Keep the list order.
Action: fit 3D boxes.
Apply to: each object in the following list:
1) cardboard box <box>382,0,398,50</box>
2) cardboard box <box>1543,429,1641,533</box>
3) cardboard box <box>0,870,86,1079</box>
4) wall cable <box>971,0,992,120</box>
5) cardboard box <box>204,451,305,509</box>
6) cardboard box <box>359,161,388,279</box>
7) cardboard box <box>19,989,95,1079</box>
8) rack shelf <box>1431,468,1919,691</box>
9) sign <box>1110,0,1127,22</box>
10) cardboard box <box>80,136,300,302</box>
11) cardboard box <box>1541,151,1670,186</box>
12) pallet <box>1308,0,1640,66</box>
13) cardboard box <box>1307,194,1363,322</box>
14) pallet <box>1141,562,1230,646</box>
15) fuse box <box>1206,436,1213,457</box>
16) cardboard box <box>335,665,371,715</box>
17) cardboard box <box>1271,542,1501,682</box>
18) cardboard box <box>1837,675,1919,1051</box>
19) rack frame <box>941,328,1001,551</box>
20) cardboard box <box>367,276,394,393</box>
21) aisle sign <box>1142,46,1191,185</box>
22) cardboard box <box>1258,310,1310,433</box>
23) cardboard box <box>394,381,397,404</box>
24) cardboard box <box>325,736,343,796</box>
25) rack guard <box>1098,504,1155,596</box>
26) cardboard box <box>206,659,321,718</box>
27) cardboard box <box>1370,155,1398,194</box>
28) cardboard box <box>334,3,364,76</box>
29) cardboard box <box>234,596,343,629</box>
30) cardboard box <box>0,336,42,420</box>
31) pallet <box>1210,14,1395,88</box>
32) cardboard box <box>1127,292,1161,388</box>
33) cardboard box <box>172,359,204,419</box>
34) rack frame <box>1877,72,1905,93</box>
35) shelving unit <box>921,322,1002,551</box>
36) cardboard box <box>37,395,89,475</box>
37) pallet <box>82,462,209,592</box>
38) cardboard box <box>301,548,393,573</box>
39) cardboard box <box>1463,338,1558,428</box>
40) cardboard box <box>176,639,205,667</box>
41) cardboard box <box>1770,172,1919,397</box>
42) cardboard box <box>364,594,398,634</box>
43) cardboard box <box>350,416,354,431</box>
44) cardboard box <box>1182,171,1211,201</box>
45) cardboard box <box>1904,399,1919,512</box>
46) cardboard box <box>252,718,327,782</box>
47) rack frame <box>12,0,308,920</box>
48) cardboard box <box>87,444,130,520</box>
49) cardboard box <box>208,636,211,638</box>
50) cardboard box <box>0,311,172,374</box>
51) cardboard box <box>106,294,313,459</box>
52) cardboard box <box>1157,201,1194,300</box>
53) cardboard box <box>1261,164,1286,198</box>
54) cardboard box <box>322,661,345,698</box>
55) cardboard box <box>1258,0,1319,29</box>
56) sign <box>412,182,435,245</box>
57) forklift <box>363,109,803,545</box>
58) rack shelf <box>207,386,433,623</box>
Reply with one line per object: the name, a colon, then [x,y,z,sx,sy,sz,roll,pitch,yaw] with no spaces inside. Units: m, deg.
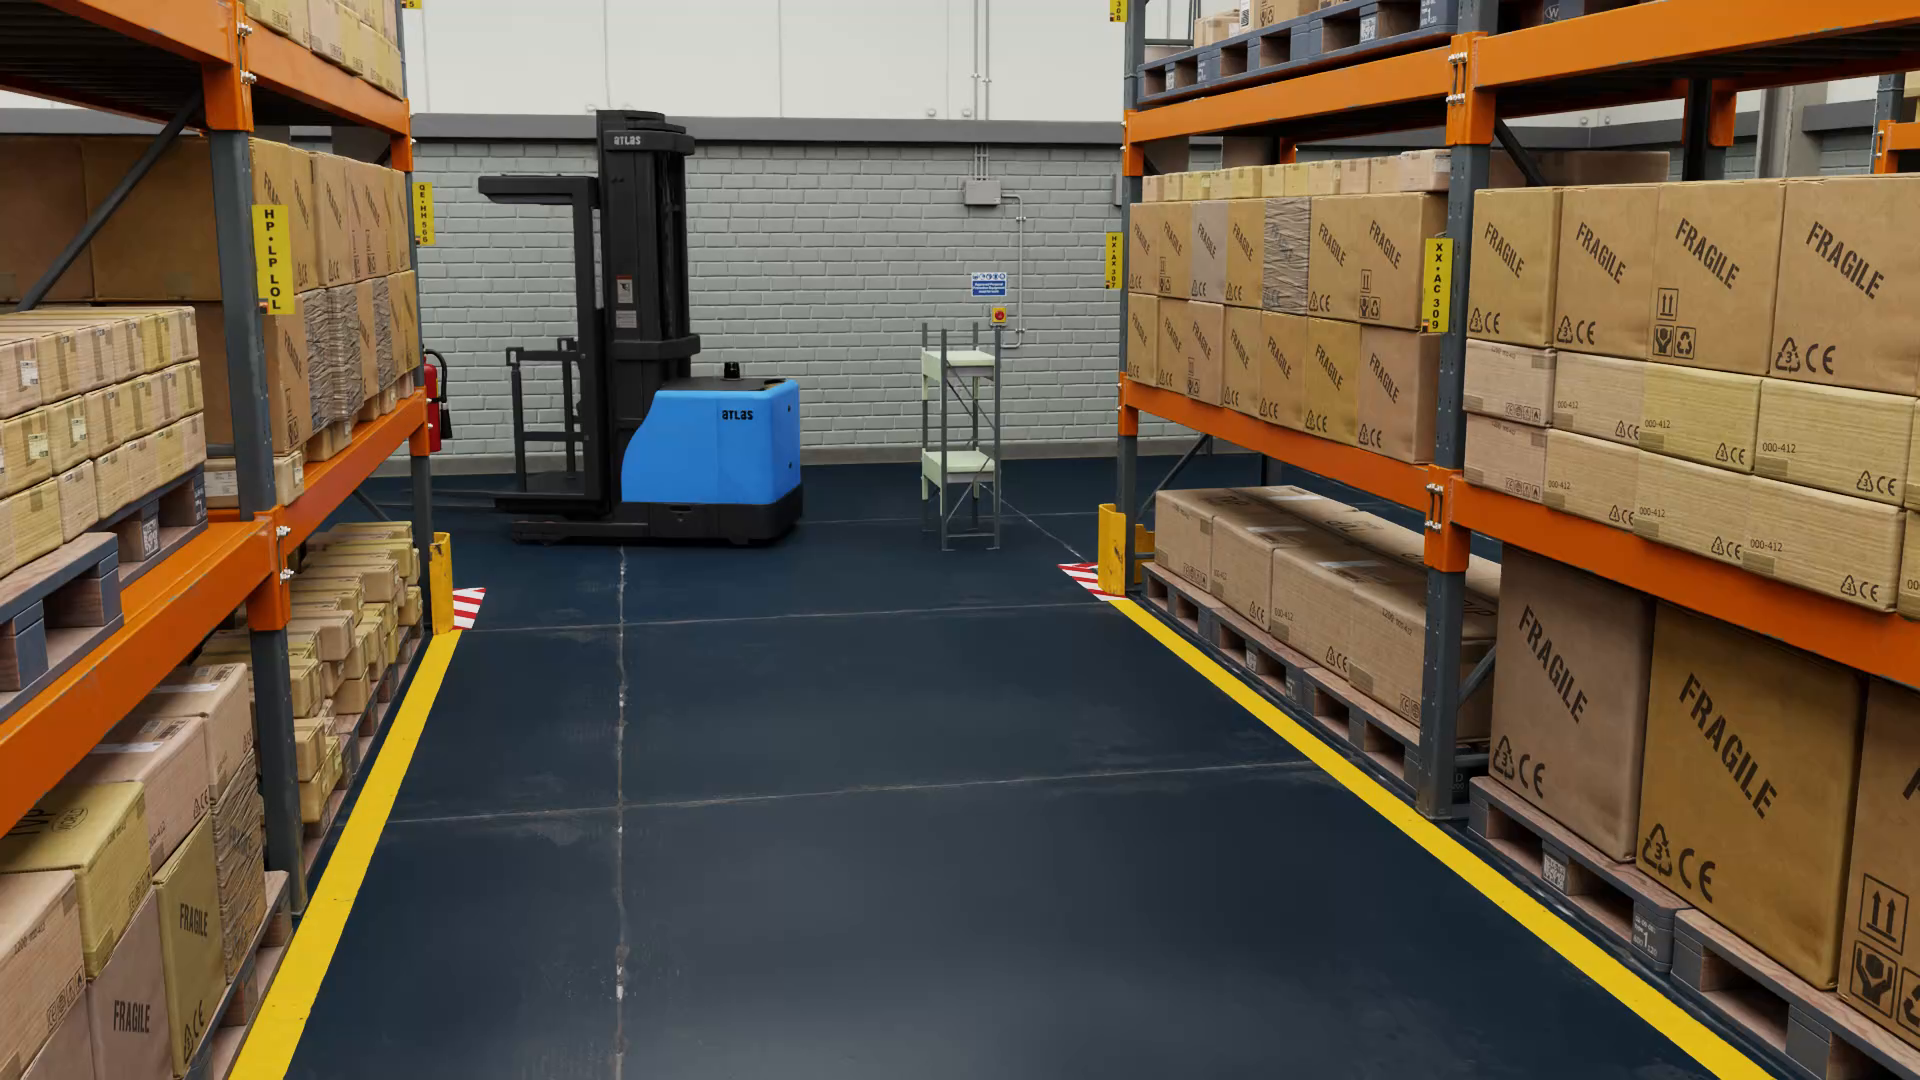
cardboard box: [-3.050,-2.558,8.154,0.500,0.250,0.500,-2,11,-13]
cardboard box: [2.153,-0.194,5.093,0.500,0.250,0.500,-2,11,-12]
cardboard box: [-1.913,0.813,2.957,0.500,0.250,0.500,-2,11,-11]
wall cable: [0.063,-5.166,14.772,0.463,3.000,0.029,-2,11,-11]
cardboard box: [-2.346,-0.194,5.367,0.380,0.149,0.250,-2,11,-9]
cardboard box: [-2.848,-1.411,7.351,0.500,0.500,0.500,-2,11,-8]
cardboard box: [-1.927,1.176,3.056,0.500,0.500,0.500,-2,11,-12]
rack shelf: [2.613,0.268,4.191,1.077,0.370,4.000,-2,11,-11]
sign: [0.901,-3.109,9.436,0.100,0.325,0.005,-2,11,-11]
cardboard box: [-2.460,-1.032,5.359,0.500,0.500,0.500,-2,11,-10]
cardboard box: [2.417,-1.379,6.242,0.380,0.149,0.250,-2,11,-12]
pallet: [2.075,-2.033,6.570,1.003,0.211,1.213,-2,11,-11]
cardboard box: [1.771,-1.163,6.841,0.500,0.500,0.500,-2,11,-12]
pallet: [1.678,0.328,9.411,1.003,0.211,1.213,-2,11,-11]
fuse box: [2.415,-1.636,15.716,0.539,1.711,0.414,-2,11,-11]
cardboard box: [-2.660,0.625,6.890,0.380,0.149,0.250,-2,11,-13]
cardboard box: [2.033,0.317,7.740,0.875,0.438,0.875,-2,11,-13]
cardboard box: [2.780,0.825,3.898,0.875,0.875,0.875,-2,11,-10]
rack frame: [0.073,-0.668,11.197,0.400,1.500,0.023,-2,11,-11]
cardboard box: [-2.847,-0.922,7.458,0.500,0.500,0.500,-2,11,-11]
aisle sign: [1.148,-2.466,9.677,0.394,0.787,0.004,-2,11,-11]
cardboard box: [1.666,-0.763,7.417,0.500,0.500,0.500,-2,11,-12]
cardboard box: [-2.974,-0.722,8.140,0.380,0.149,0.250,-2,11,-12]
cardboard box: [-2.419,0.813,5.904,0.380,0.149,0.250,-2,11,-9]
rack guard: [1.442,0.037,10.163,1.175,0.500,0.348,-2,11,-11]
cardboard box: [-2.471,0.525,5.828,0.380,0.149,0.250,-2,11,-8]
cardboard box: [1.868,-1.455,6.641,0.380,0.149,0.250,-2,11,-11]
cardboard box: [-2.729,-2.032,6.729,0.500,0.250,0.500,-2,11,-8]
cardboard box: [-2.745,0.336,6.817,0.380,0.149,0.250,-3,11,-13]
cardboard box: [-2.089,-0.323,3.331,0.380,0.149,0.250,-3,11,-14]
pallet: [1.841,-2.256,7.743,1.003,0.211,1.213,-2,11,-11]
cardboard box: [1.258,-1.137,9.379,0.500,0.500,0.500,-2,11,-11]
cardboard box: [-2.341,-0.417,4.619,0.380,0.149,0.250,-2,11,-9]
rack frame: [6.314,-4.314,10.297,1.000,3.000,0.127,-2,11,-11]
shelving unit: [0.001,-0.736,11.550,0.431,1.500,0.755,-2,11,-11]
cardboard box: [-2.136,-0.225,3.612,0.380,0.149,0.250,-3,11,-14]
pallet: [-2.606,-0.014,4.262,1.003,0.211,1.213,-2,11,-11]
cardboard box: [-2.882,0.143,7.833,0.380,0.149,0.250,-3,11,-13]
cardboard box: [2.033,-0.533,5.541,0.500,0.250,0.500,-2,11,-13]
cardboard box: [-3.054,0.451,6.215,0.380,0.149,0.250,-2,11,-9]
cardboard box: [2.356,-0.623,4.004,0.500,0.500,0.500,-2,11,-12]
cardboard box: [-2.791,0.337,7.611,0.380,0.149,0.250,-2,11,-10]
cardboard box: [-2.817,-0.527,7.115,0.380,0.149,0.250,-2,11,-10]
cardboard box: [1.371,-1.825,8.586,0.380,0.149,0.250,-2,11,-13]
cardboard box: [2.436,-0.157,3.565,0.500,0.250,0.500,-2,11,-12]
cardboard box: [-2.368,0.716,5.618,0.380,0.149,0.250,-2,11,-8]
rack frame: [-2.612,-0.254,5.008,1.000,3.000,0.127,-2,11,-11]
cardboard box: [-2.194,-0.132,3.915,0.380,0.149,0.250,-3,11,-14]
cardboard box: [-3.183,0.454,6.993,0.380,0.149,0.250,-2,11,-8]
cardboard box: [-2.289,-0.513,4.329,0.380,0.149,0.250,-2,11,-13]
cardboard box: [-2.461,-0.549,5.496,0.500,0.500,0.500,-2,11,-12]
cardboard box: [1.368,-1.533,8.789,0.500,0.500,0.500,-2,11,-13]
cardboard box: [1.603,-1.638,7.602,0.380,0.149,0.250,-2,11,-11]
cardboard box: [-2.668,0.529,6.603,0.380,0.149,0.250,-2,11,-8]
cardboard box: [1.691,-2.589,7.596,0.500,0.500,0.500,-2,11,-10]
sign: [-2.841,-1.728,8.812,0.100,0.325,0.005,-2,11,-11]
forklift: [-2.710,-1.503,11.756,3.031,2.935,1.130,1,11,7]
rack shelf: [-3.001,-0.267,7.003,1.077,0.370,4.000,-2,11,-11]
